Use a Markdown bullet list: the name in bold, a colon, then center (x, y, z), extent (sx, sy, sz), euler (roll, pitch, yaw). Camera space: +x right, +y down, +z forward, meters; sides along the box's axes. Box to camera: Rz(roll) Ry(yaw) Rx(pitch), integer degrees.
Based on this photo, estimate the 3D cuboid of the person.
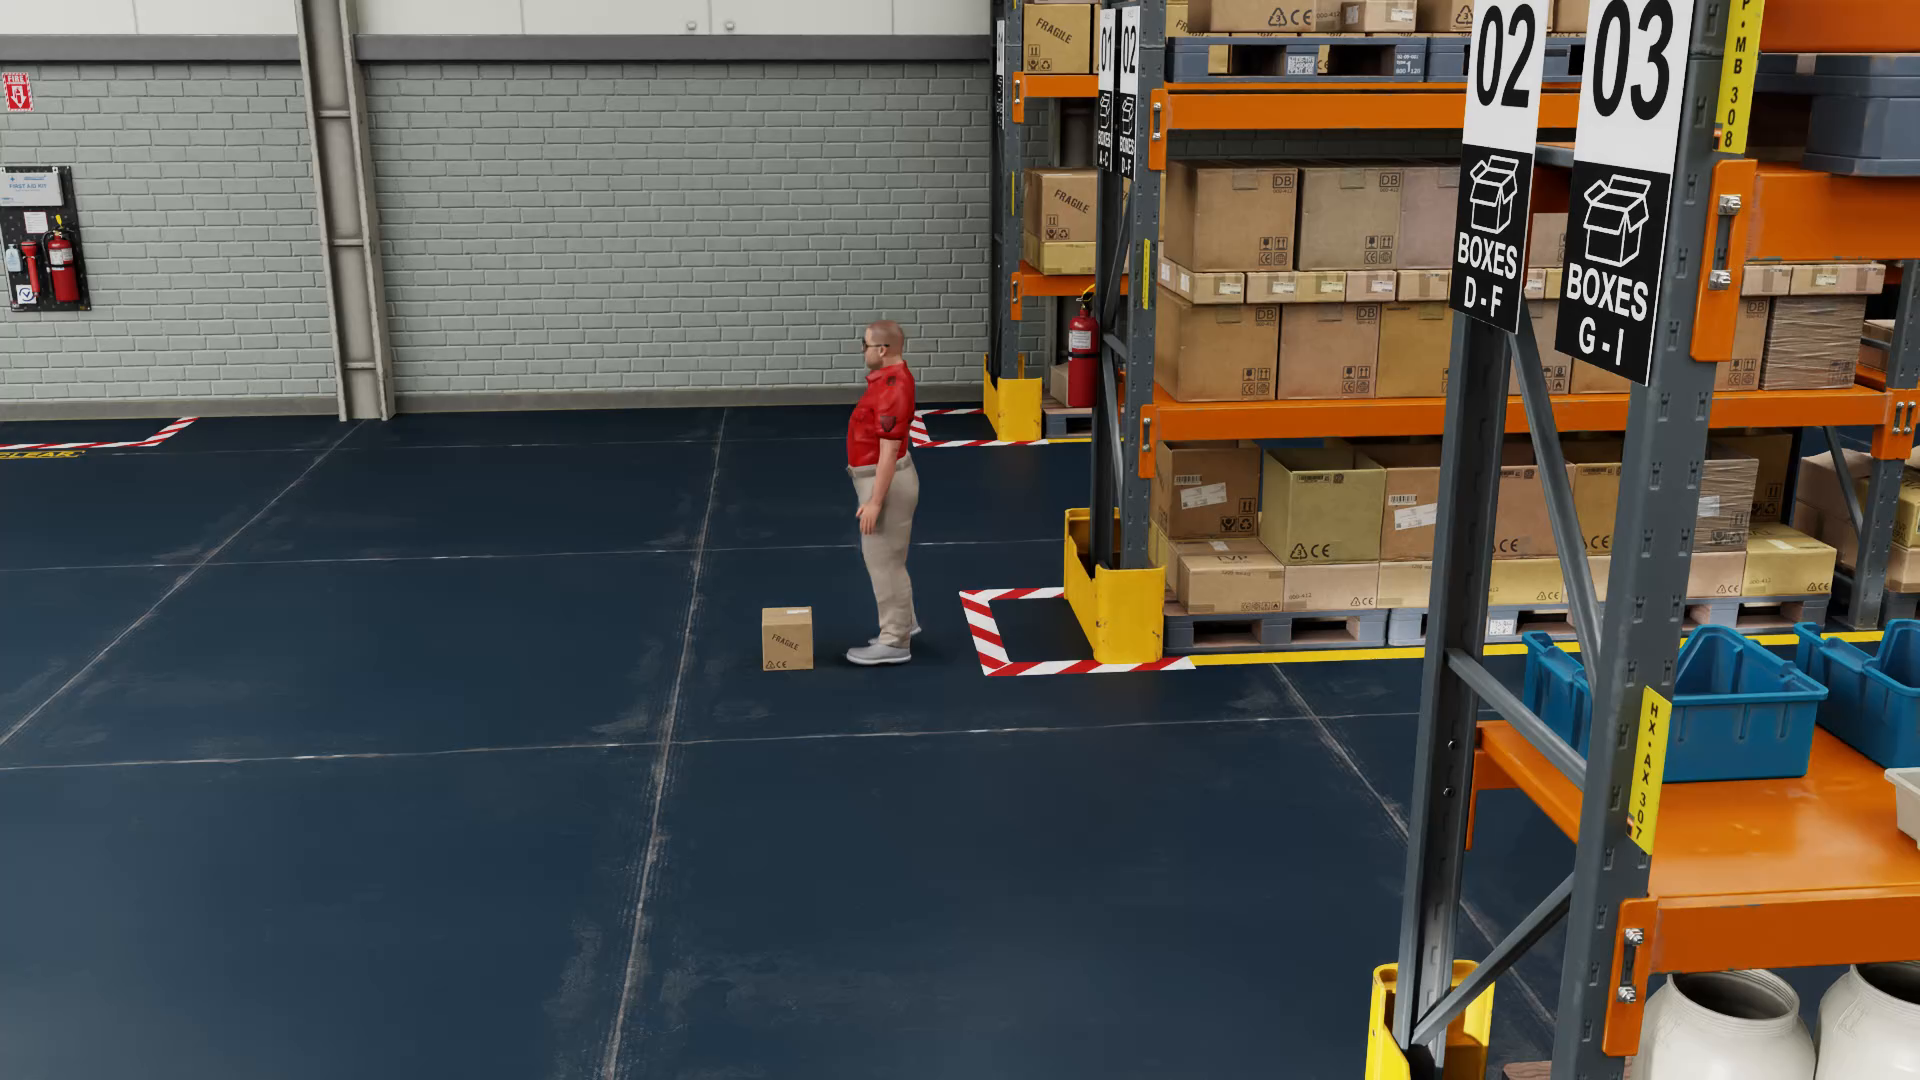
- **person**: center (-0.390, -0.210, 8.326), extent (0.373, 1.798, 0.570), euler (0, 17, 0)
